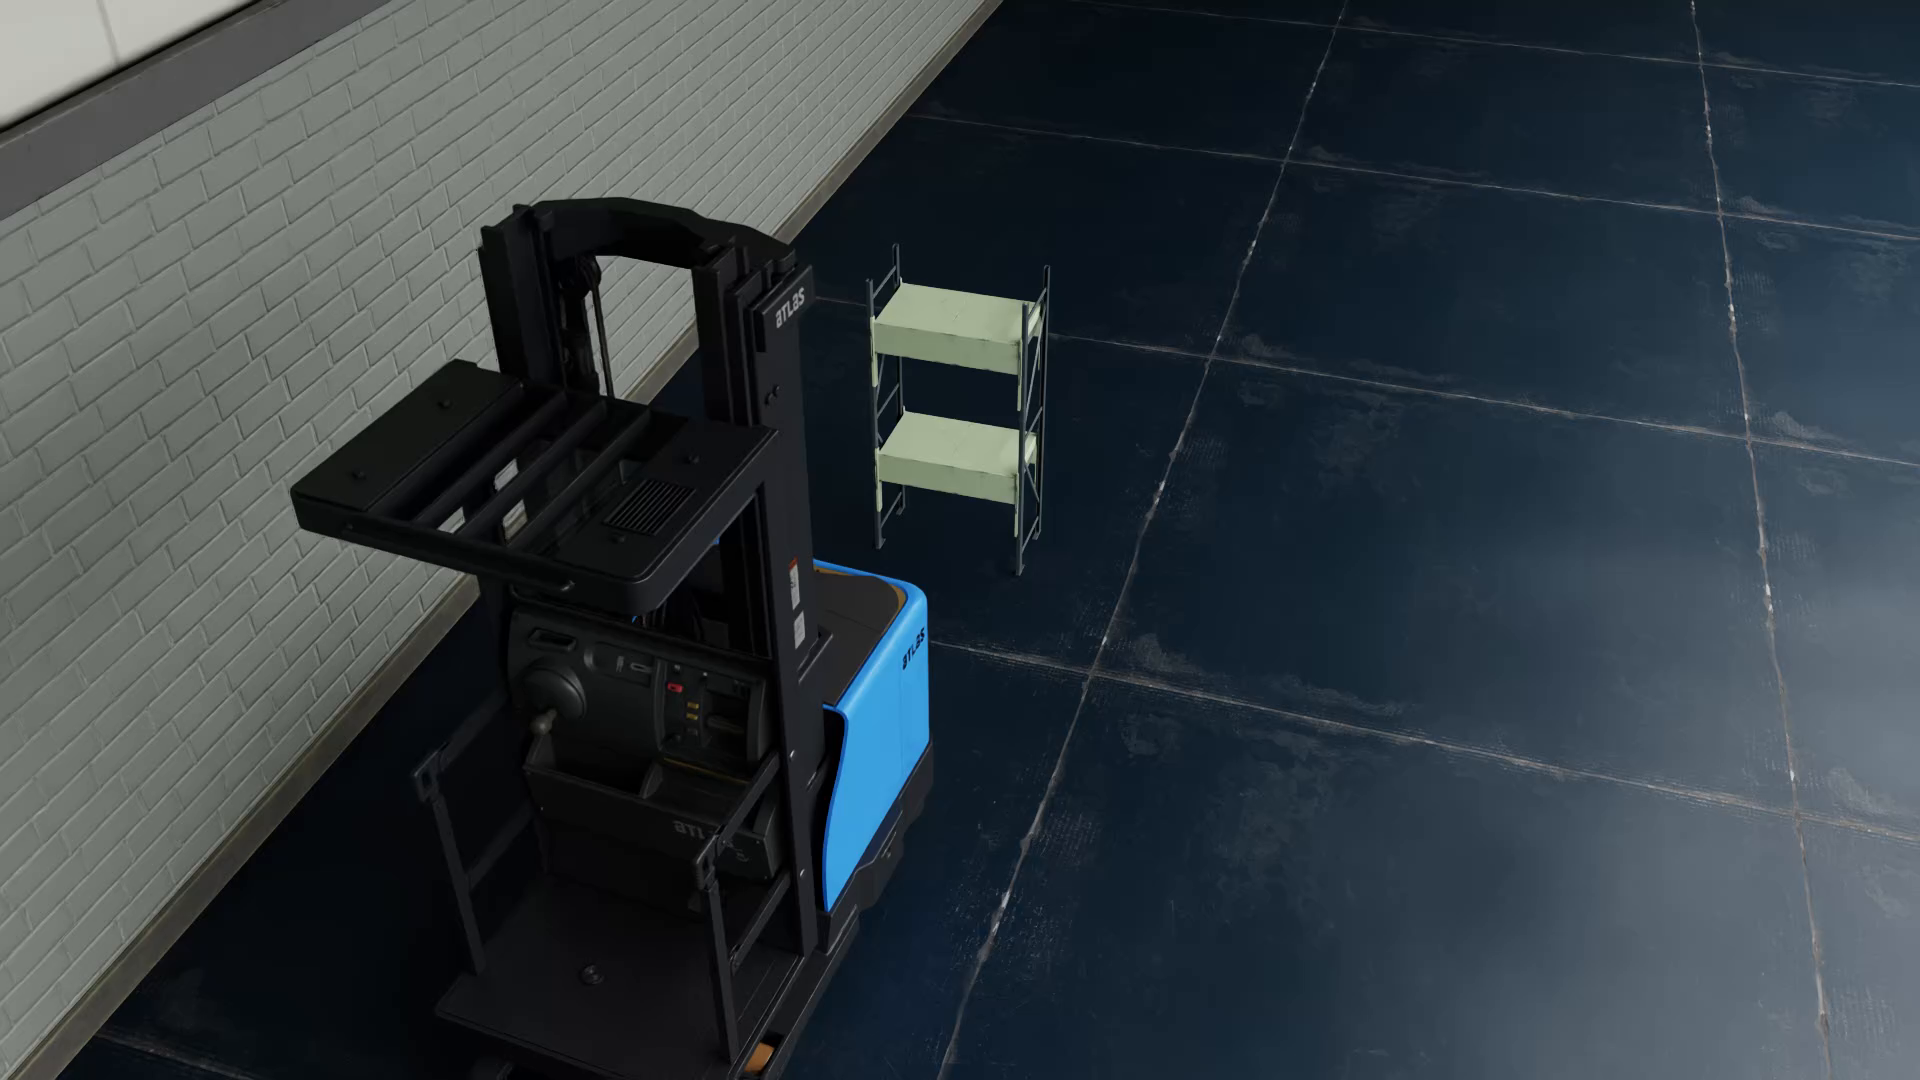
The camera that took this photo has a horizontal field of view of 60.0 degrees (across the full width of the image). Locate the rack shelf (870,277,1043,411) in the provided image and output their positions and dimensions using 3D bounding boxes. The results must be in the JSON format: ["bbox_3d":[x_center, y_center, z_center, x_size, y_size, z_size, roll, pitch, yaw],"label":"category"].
[{"bbox_3d":[-0.006,-0.919,7.761,0.720,0.370,0.431,10,38,14],"label":"rack shelf"}]

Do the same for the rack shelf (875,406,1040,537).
[{"bbox_3d":[-0.006,-0.343,8.185,0.720,0.370,0.431,10,38,14],"label":"rack shelf"}]

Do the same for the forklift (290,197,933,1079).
[{"bbox_3d":[-1.122,0.568,5.191,1.130,2.935,3.031,13,38,17],"label":"forklift"}]

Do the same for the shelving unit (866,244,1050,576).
[{"bbox_3d":[-0.006,-0.605,7.992,0.755,1.500,0.431,10,38,14],"label":"shelving unit"}]

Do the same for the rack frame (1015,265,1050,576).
[{"bbox_3d":[0.343,-0.541,7.904,0.023,1.500,0.400,10,38,14],"label":"rack frame"}]

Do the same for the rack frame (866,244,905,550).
[{"bbox_3d":[-0.356,-0.670,8.080,0.023,1.500,0.400,10,38,14],"label":"rack frame"}]
